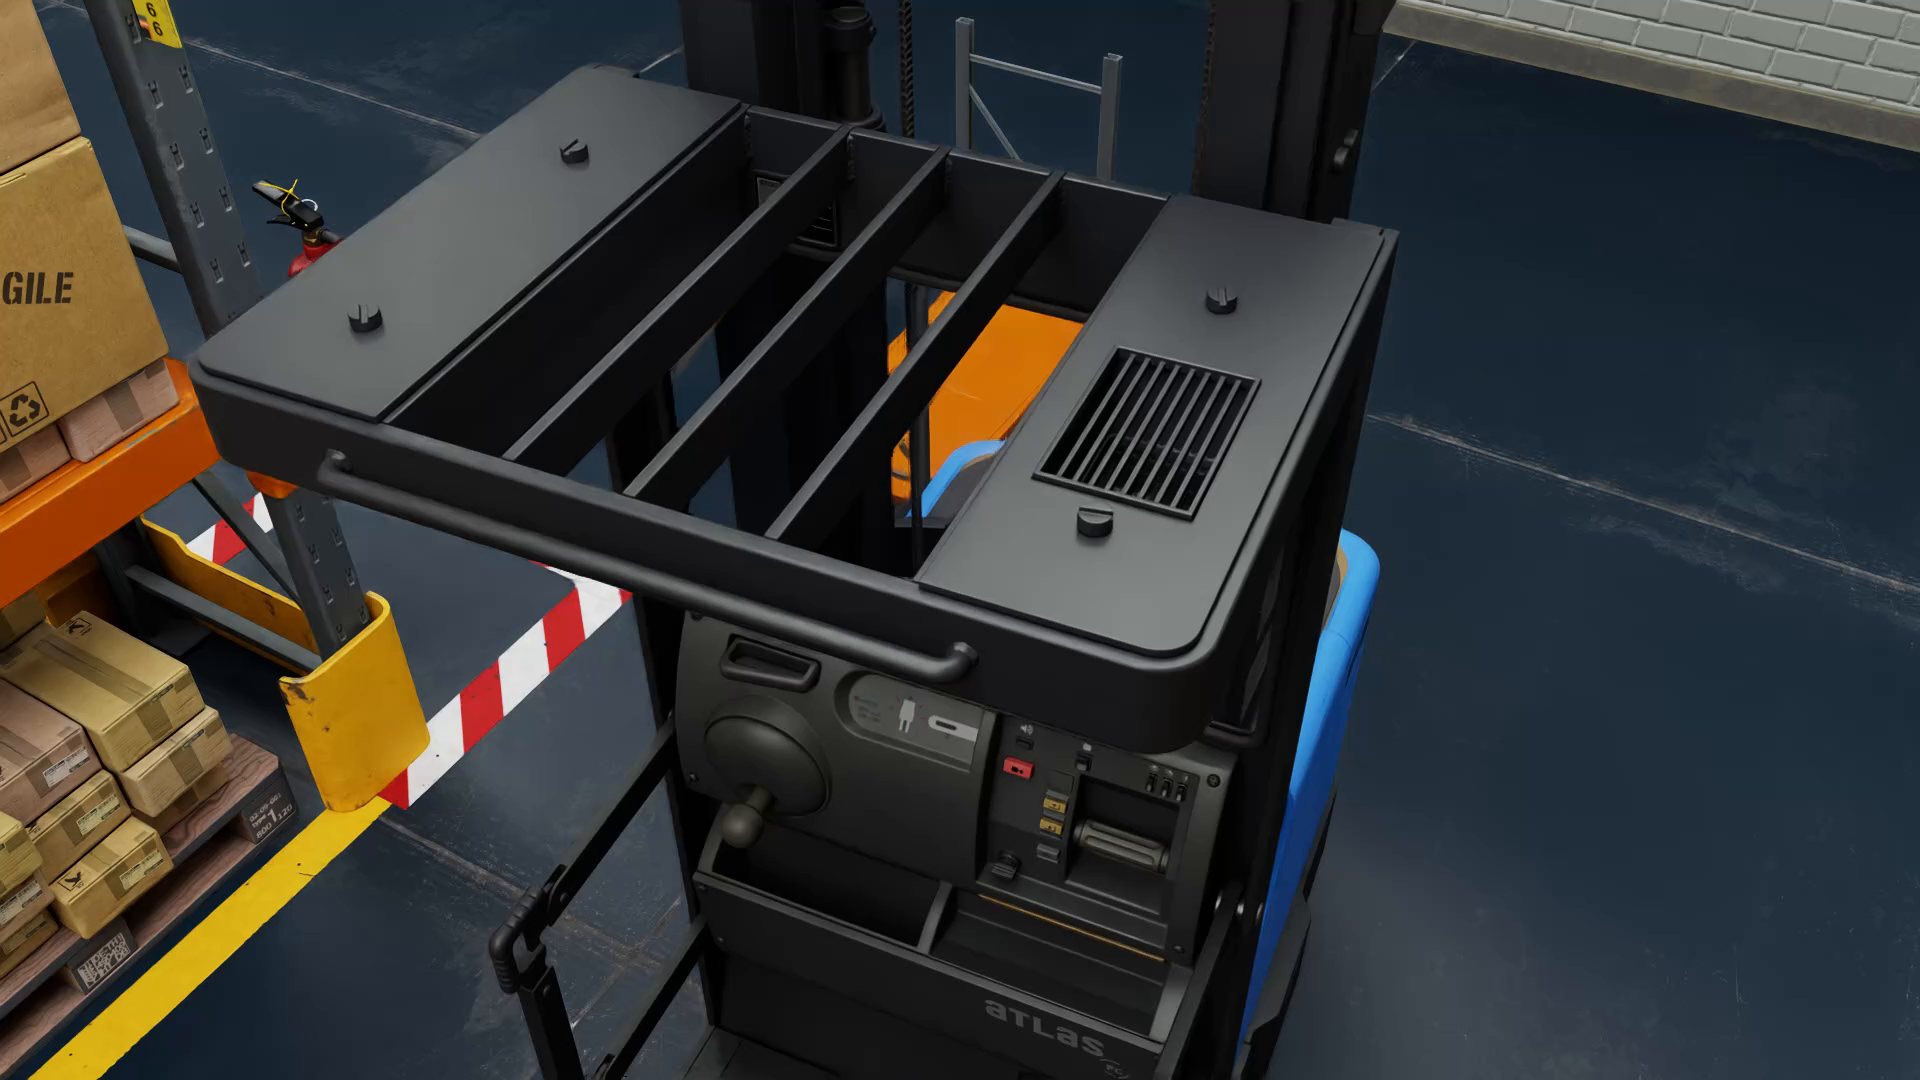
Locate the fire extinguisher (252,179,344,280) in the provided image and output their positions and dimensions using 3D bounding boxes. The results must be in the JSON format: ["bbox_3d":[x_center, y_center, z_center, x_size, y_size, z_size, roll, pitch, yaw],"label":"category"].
[{"bbox_3d":[-1.475,-0.541,3.936,0.296,0.674,0.183,21,45,22],"label":"fire extinguisher"}]

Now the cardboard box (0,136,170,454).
[{"bbox_3d":[-2.003,-0.526,3.277,0.500,0.500,0.500,22,46,23],"label":"cardboard box"}]

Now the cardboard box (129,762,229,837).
[{"bbox_3d":[-2.084,0.564,4.180,0.380,0.149,0.250,22,46,23],"label":"cardboard box"}]

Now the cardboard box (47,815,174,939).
[{"bbox_3d":[-2.125,0.744,3.975,0.380,0.149,0.250,22,46,23],"label":"cardboard box"}]

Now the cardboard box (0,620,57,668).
[{"bbox_3d":[-2.485,0.297,4.258,0.380,0.149,0.250,23,46,24],"label":"cardboard box"}]

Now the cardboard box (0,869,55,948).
[{"bbox_3d":[-2.276,0.776,3.713,0.380,0.149,0.250,19,45,20],"label":"cardboard box"}]

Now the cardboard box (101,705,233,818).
[{"bbox_3d":[-2.018,0.478,4.052,0.380,0.149,0.250,20,45,21],"label":"cardboard box"}]

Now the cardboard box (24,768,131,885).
[{"bbox_3d":[-2.195,0.610,3.902,0.380,0.149,0.250,20,45,21],"label":"cardboard box"}]

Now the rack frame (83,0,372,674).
[{"bbox_3d":[-2.001,-0.719,3.797,1.000,3.000,0.127,21,45,22],"label":"rack frame"}]

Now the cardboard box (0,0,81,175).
[{"bbox_3d":[-2.014,-0.899,2.944,0.500,0.500,0.500,20,45,21],"label":"cardboard box"}]

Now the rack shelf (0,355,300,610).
[{"bbox_3d":[-3.002,0.696,2.735,1.077,0.370,4.000,21,45,22],"label":"rack shelf"}]

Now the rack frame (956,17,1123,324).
[{"bbox_3d":[0.212,-0.805,5.029,0.500,1.500,0.032,21,45,22],"label":"rack frame"}]

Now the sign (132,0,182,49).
[{"bbox_3d":[-1.530,-1.077,3.088,0.100,0.325,0.005,21,45,22],"label":"sign"}]

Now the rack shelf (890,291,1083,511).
[{"bbox_3d":[-0.043,-0.379,4.818,0.538,0.185,1.000,21,45,22],"label":"rack shelf"}]

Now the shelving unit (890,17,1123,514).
[{"bbox_3d":[-0.038,-0.519,4.705,0.587,1.500,1.083,21,45,22],"label":"shelving unit"}]

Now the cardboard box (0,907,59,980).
[{"bbox_3d":[-2.331,0.867,3.835,0.380,0.149,0.250,21,45,22],"label":"cardboard box"}]

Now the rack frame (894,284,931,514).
[{"bbox_3d":[-0.297,-0.223,4.369,0.500,1.500,0.032,21,45,22],"label":"rack frame"}]

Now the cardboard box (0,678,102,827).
[{"bbox_3d":[-2.222,0.482,3.823,0.380,0.149,0.250,22,46,23],"label":"cardboard box"}]

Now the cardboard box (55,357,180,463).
[{"bbox_3d":[-1.919,-0.344,3.562,0.380,0.149,0.250,21,46,22],"label":"cardboard box"}]

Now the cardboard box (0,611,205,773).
[{"bbox_3d":[-2.046,0.357,3.964,0.380,0.149,0.250,21,46,23],"label":"cardboard box"}]

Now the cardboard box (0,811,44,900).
[{"bbox_3d":[-2.241,0.672,3.607,0.380,0.149,0.250,20,45,21],"label":"cardboard box"}]

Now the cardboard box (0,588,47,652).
[{"bbox_3d":[-2.557,0.158,4.191,0.380,0.149,0.250,19,45,20],"label":"cardboard box"}]

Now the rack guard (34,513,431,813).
[{"bbox_3d":[-2.039,0.263,4.573,1.175,0.500,0.348,21,45,22],"label":"rack guard"}]

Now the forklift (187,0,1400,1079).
[{"bbox_3d":[-0.120,0.463,2.506,1.130,2.935,3.031,16,44,17],"label":"forklift"}]

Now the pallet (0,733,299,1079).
[{"bbox_3d":[-2.476,0.824,4.154,1.003,0.211,1.213,21,45,22],"label":"pallet"}]

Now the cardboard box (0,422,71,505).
[{"bbox_3d":[-2.076,-0.215,3.414,0.380,0.149,0.250,21,45,22],"label":"cardboard box"}]
